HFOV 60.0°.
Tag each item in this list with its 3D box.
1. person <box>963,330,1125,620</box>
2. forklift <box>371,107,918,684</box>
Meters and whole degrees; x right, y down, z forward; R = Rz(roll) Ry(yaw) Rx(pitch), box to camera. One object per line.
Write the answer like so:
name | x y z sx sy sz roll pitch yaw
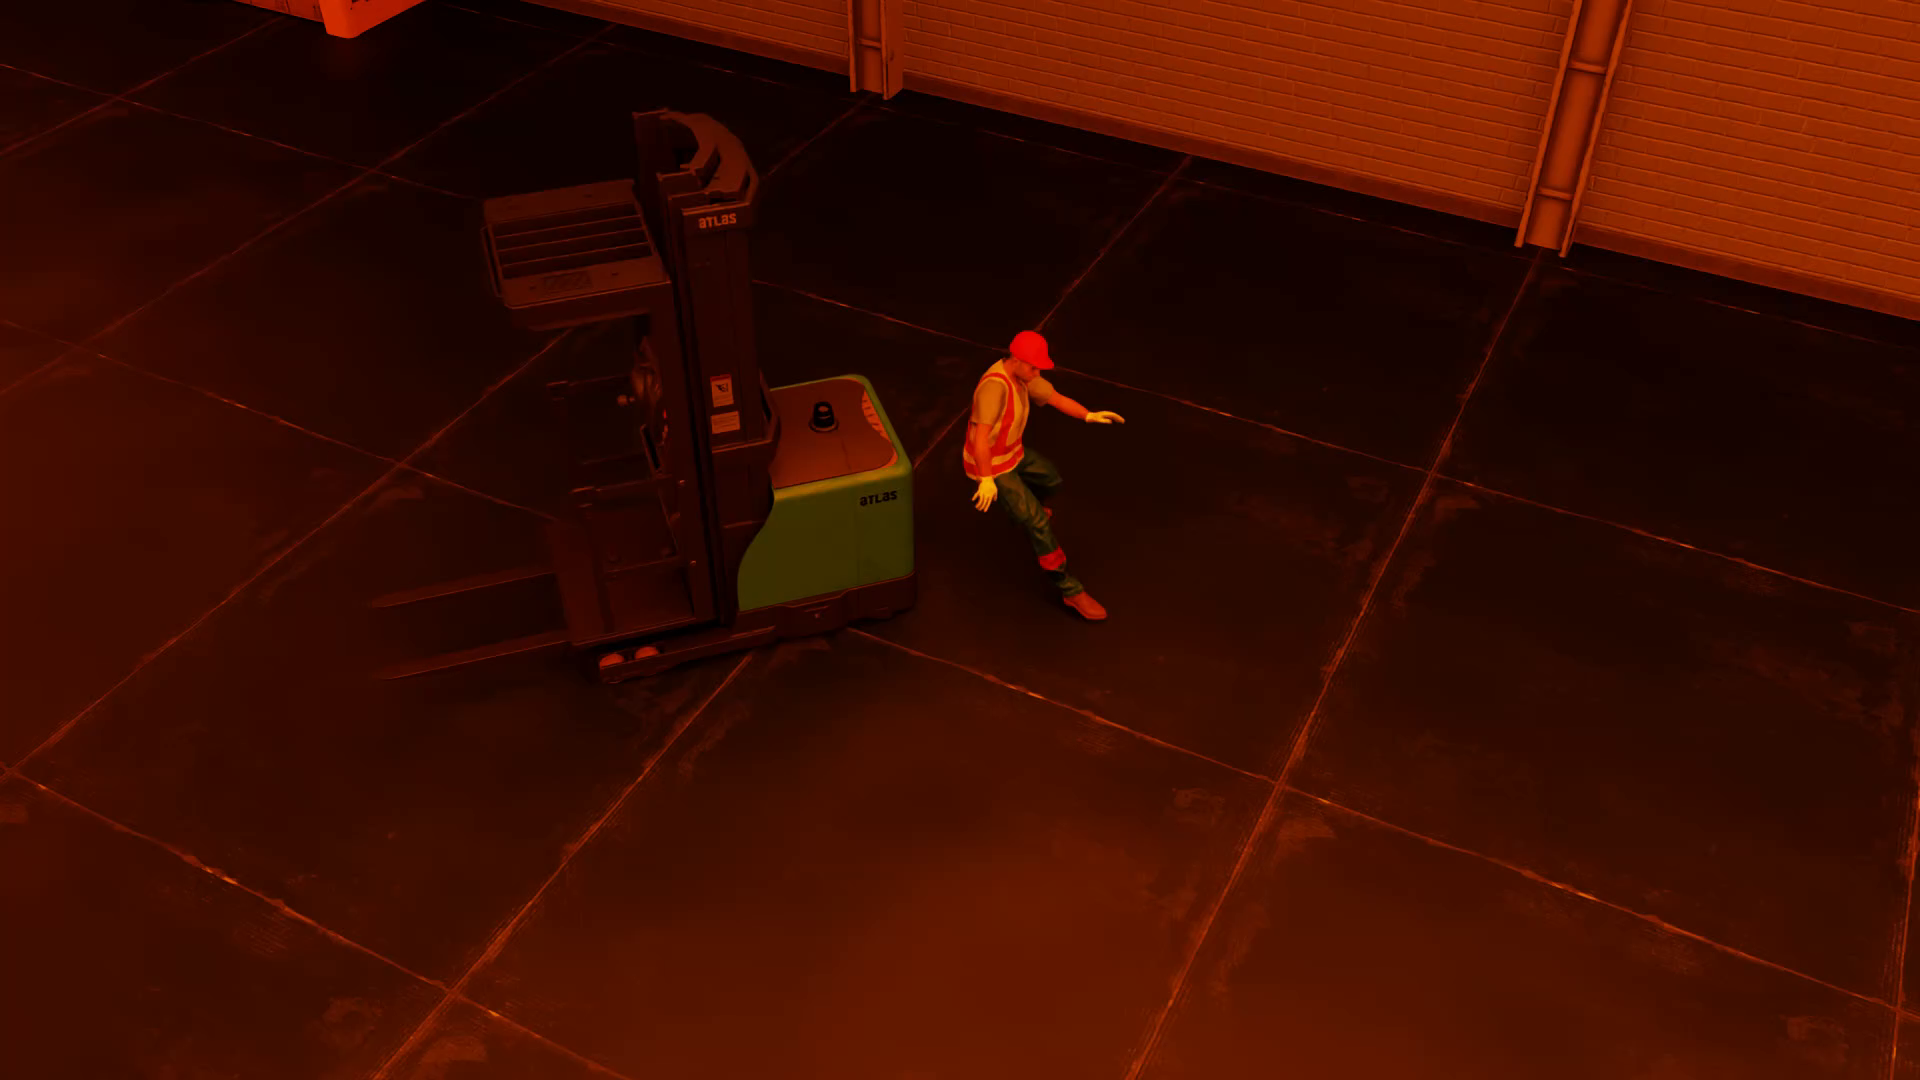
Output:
person | 0.528 -0.422 9.570 1.000 1.555 0.967 16 43 18
forklift | -1.823 -0.702 8.820 3.031 2.935 1.130 -12 42 -14
